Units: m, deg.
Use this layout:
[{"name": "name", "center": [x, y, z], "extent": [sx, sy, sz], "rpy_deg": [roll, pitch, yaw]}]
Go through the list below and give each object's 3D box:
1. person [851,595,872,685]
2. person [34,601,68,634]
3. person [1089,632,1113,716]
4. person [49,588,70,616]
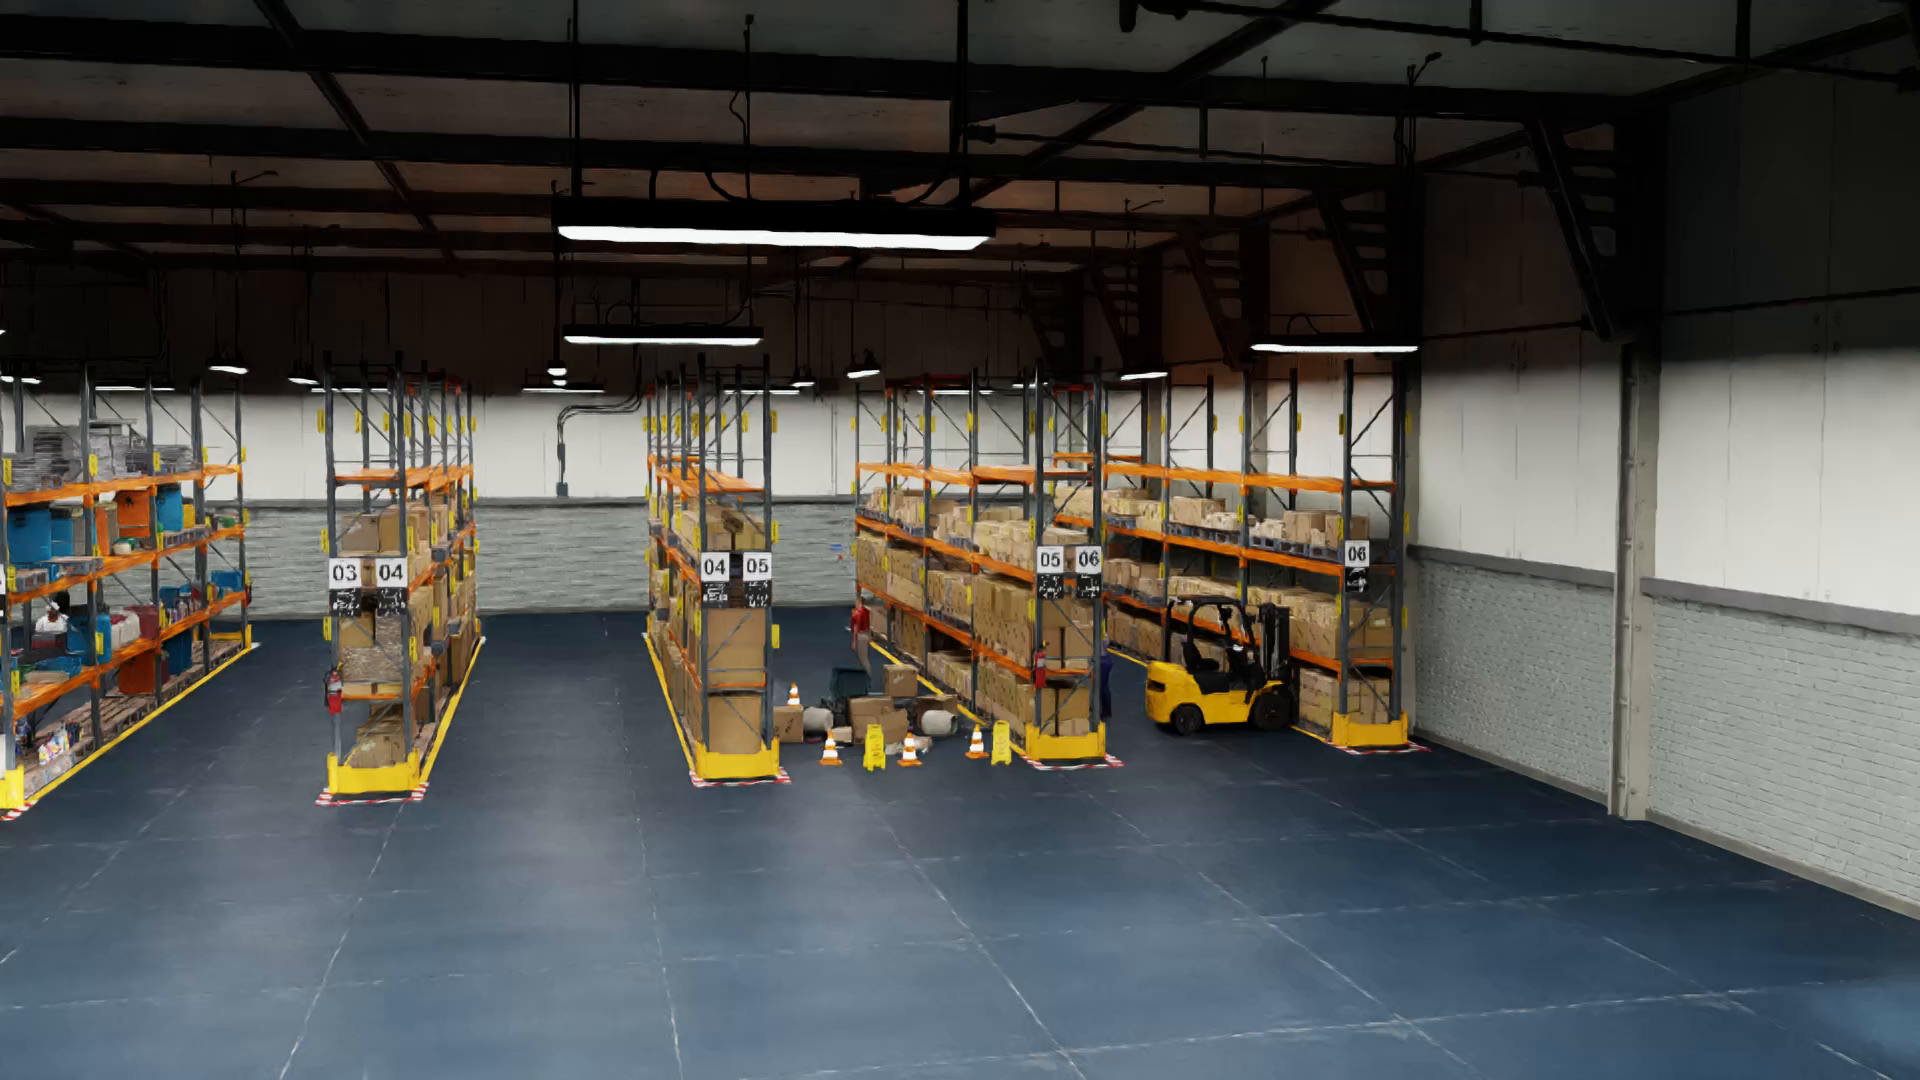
[{"name": "person", "center": [-1.934, 1.910, 31.866], "extent": [0.591, 1.719, 0.652], "rpy_deg": [1, 4, 12]}, {"name": "person", "center": [-16.925, 1.990, 31.107], "extent": [0.719, 1.714, 0.572], "rpy_deg": [-1, 4, -15]}, {"name": "person", "center": [2.395, 2.172, 28.721], "extent": [0.556, 1.644, 0.599], "rpy_deg": [1, 4, 19]}, {"name": "person", "center": [-19.743, 1.591, 36.468], "extent": [0.427, 1.725, 0.616], "rpy_deg": [0, 4, 7]}]
